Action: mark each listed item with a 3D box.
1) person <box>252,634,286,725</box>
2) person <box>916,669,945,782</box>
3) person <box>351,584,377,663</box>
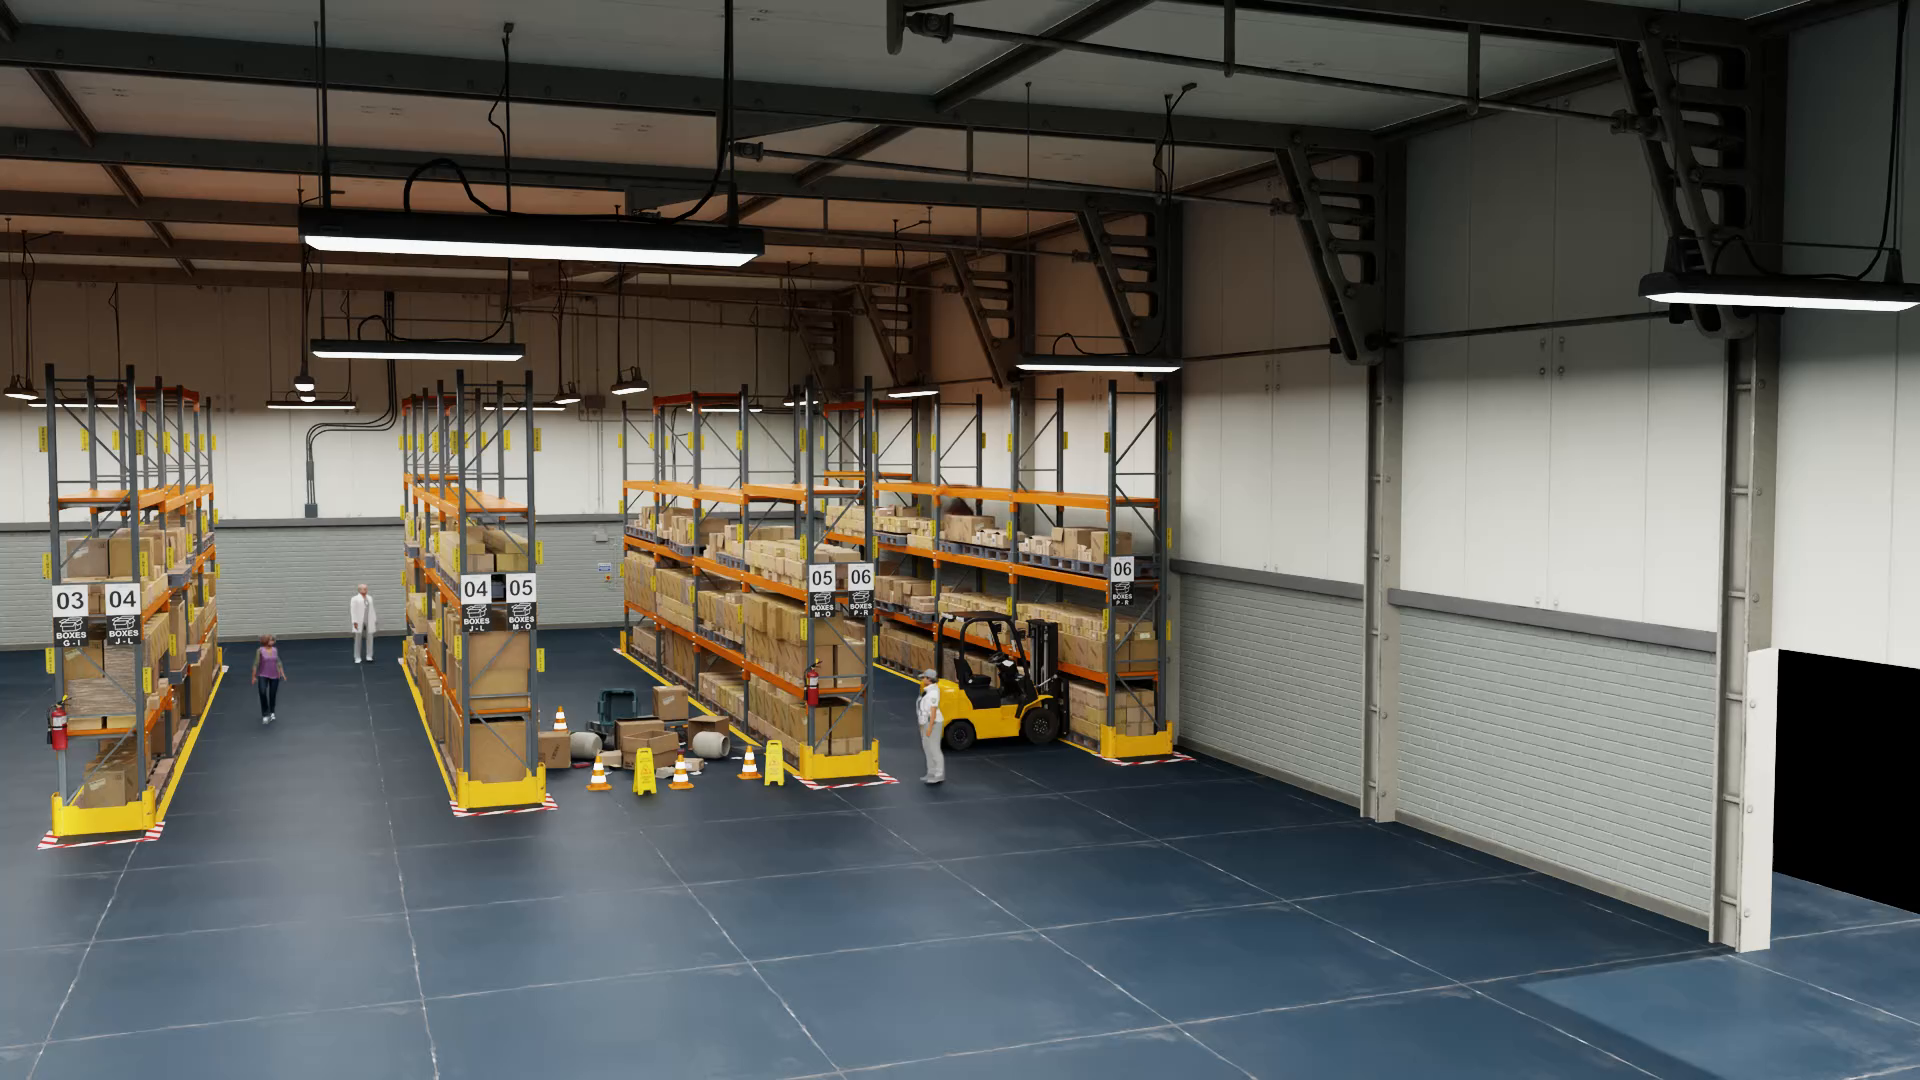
[{"bbox_3d":[-12.374,2.474,29.769,0.562,1.609,0.639,-1,4,-23],"label":"person"},{"bbox_3d":[-0.445,2.747,24.546,0.418,1.696,0.531,-1,3,-16],"label":"person"},{"bbox_3d":[-13.615,1.902,38.026,0.603,1.795,0.477,-2,4,-34],"label":"person"}]
